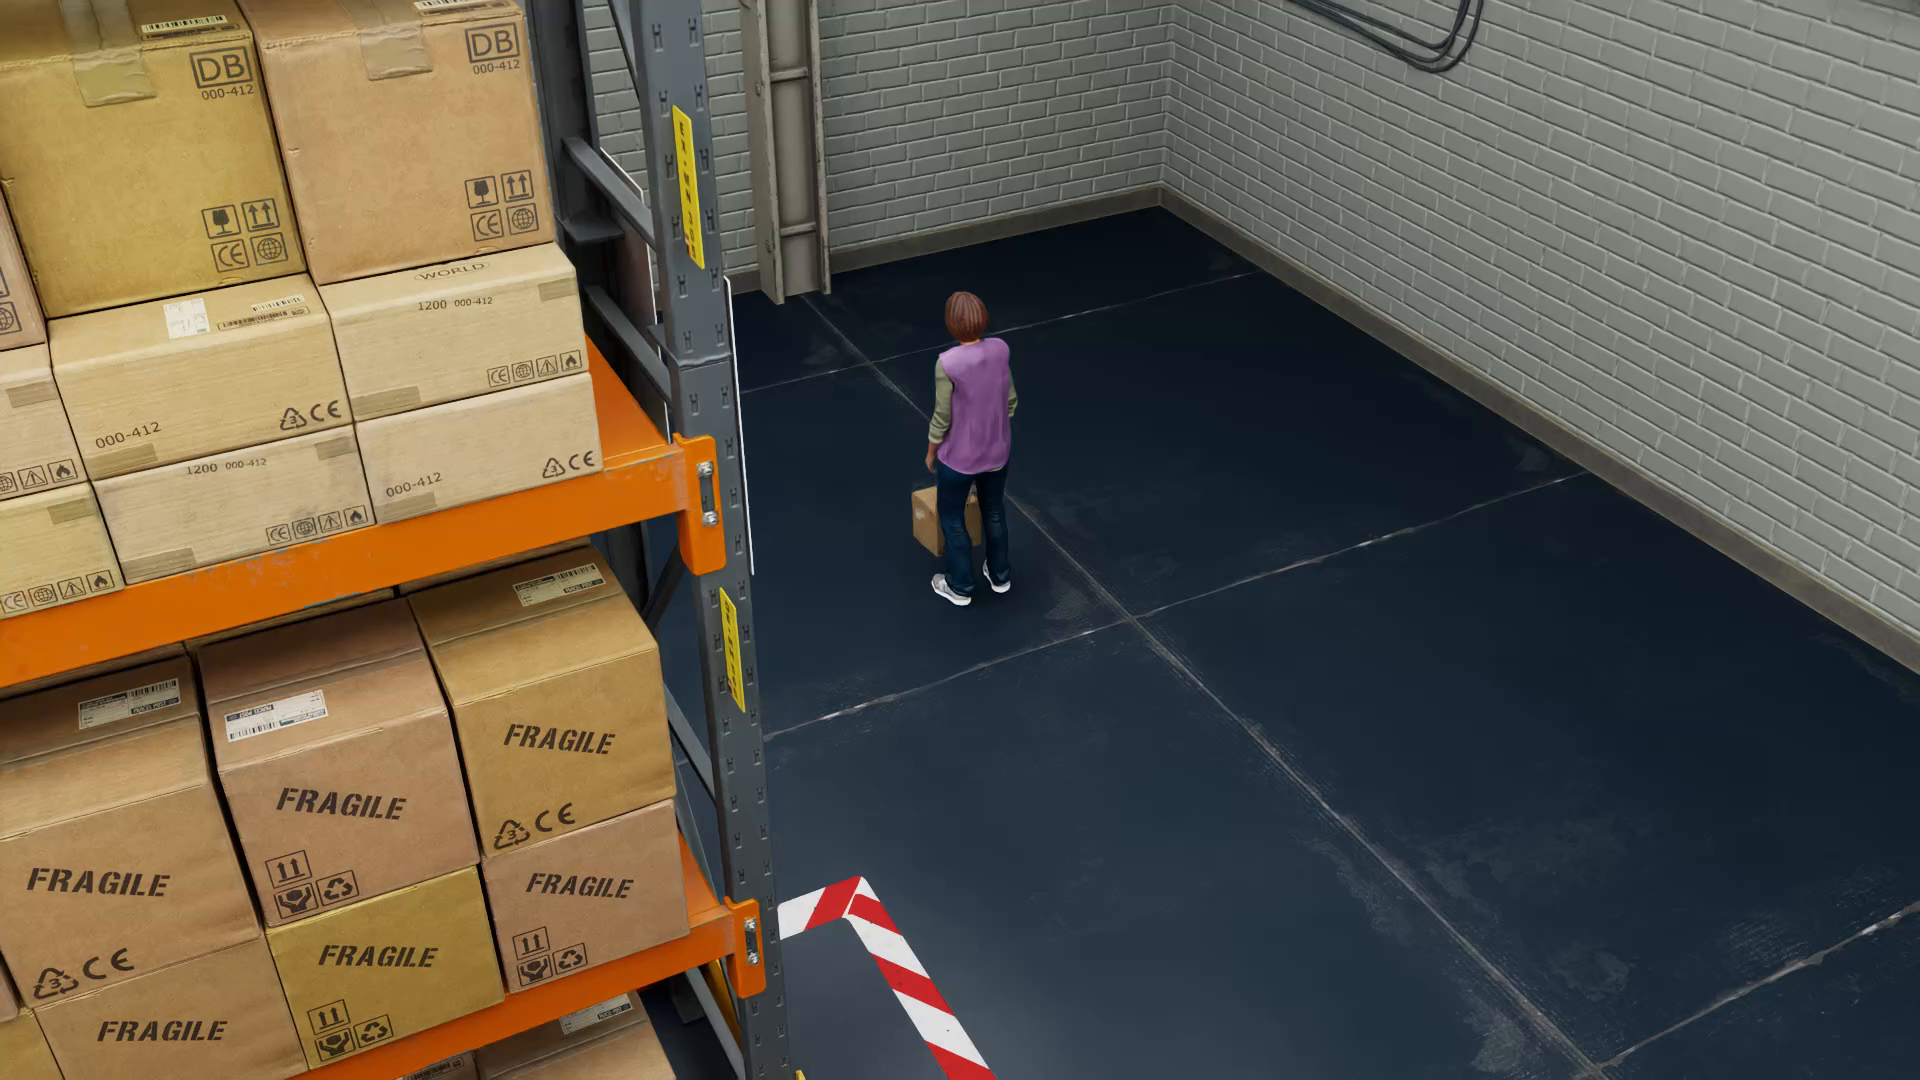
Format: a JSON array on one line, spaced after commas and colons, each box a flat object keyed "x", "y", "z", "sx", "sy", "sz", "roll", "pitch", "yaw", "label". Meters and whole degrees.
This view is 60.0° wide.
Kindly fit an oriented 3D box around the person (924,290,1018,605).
[{"x": 0.048, "y": -0.408, "z": 7.767, "sx": 0.470, "sy": 1.593, "sz": 0.350, "roll": -17, "pitch": 37, "yaw": -24, "label": "person"}]
